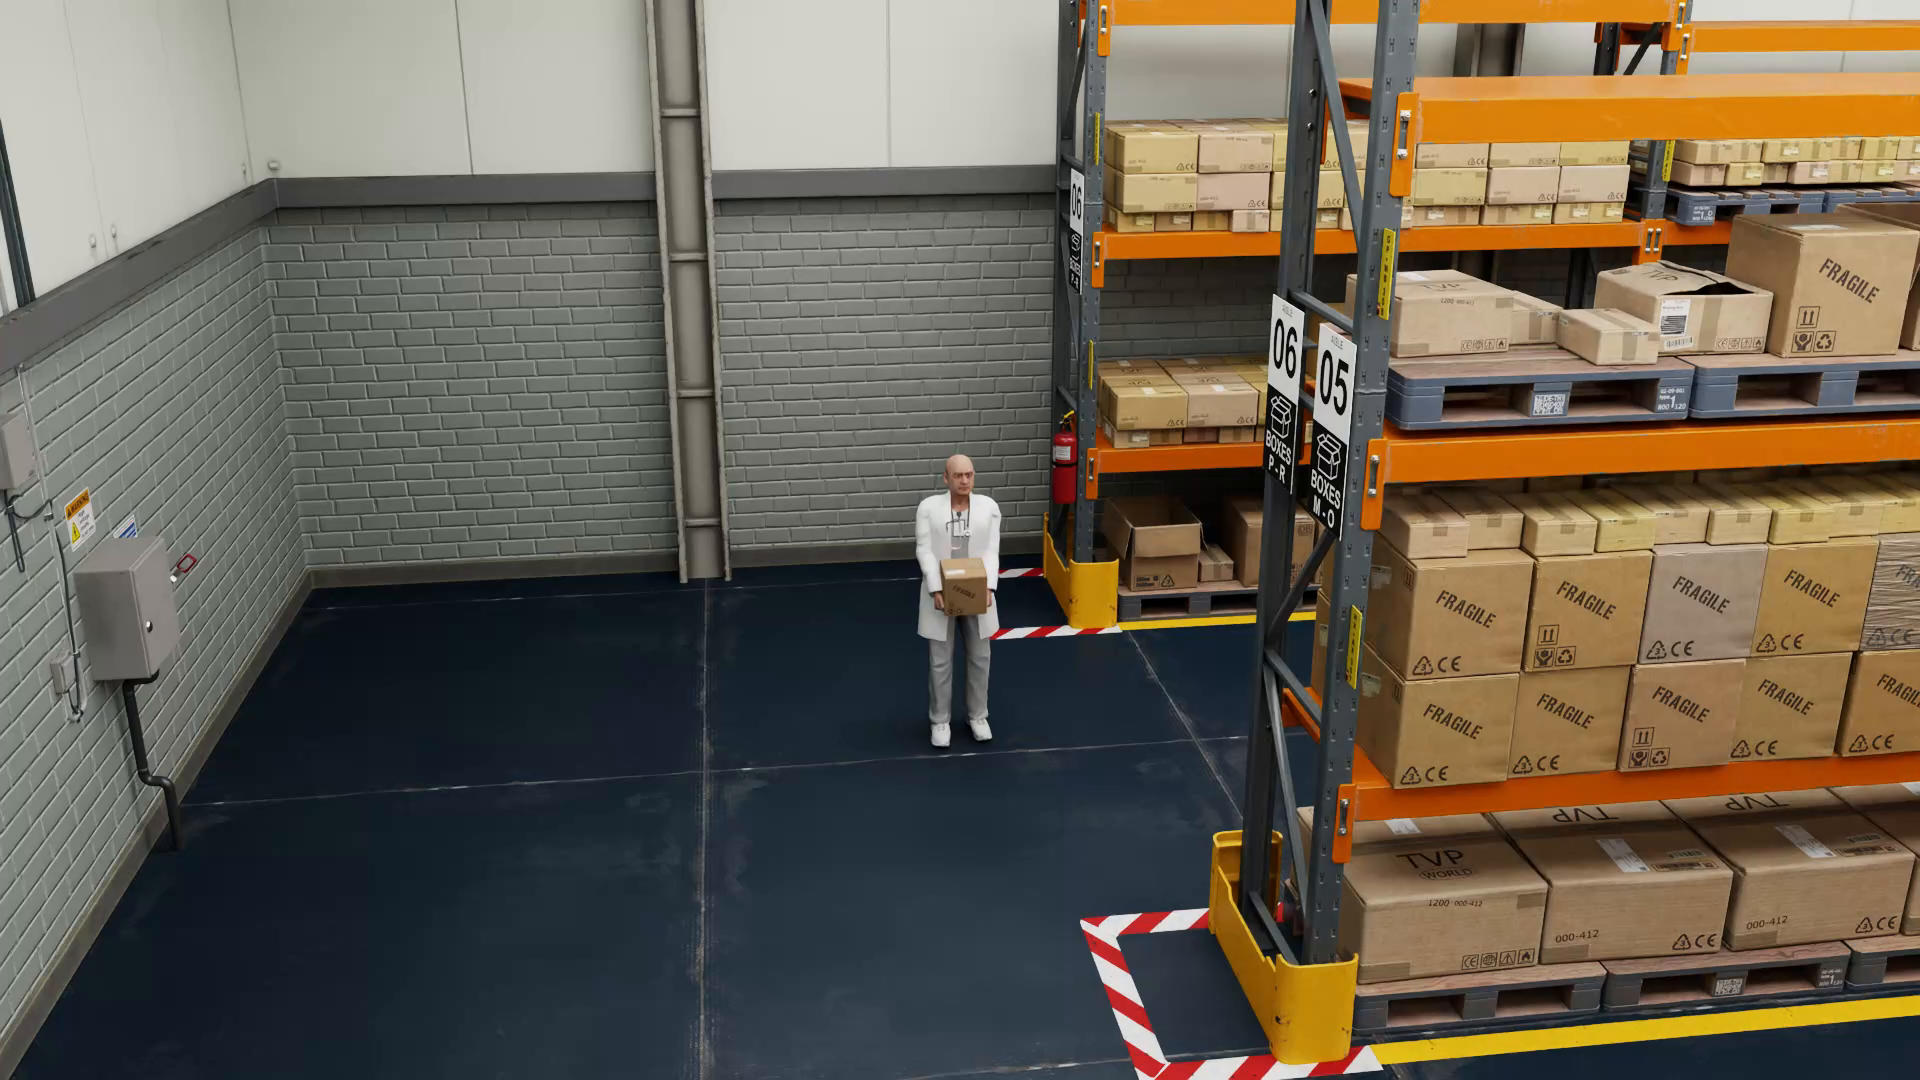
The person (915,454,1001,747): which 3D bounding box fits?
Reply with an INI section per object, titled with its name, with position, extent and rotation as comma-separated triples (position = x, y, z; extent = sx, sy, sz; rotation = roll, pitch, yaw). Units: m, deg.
[person]
position = 0.006, 0.387, 10.023
extent = 0.527, 1.769, 0.563
rotation = -3, 20, -7
